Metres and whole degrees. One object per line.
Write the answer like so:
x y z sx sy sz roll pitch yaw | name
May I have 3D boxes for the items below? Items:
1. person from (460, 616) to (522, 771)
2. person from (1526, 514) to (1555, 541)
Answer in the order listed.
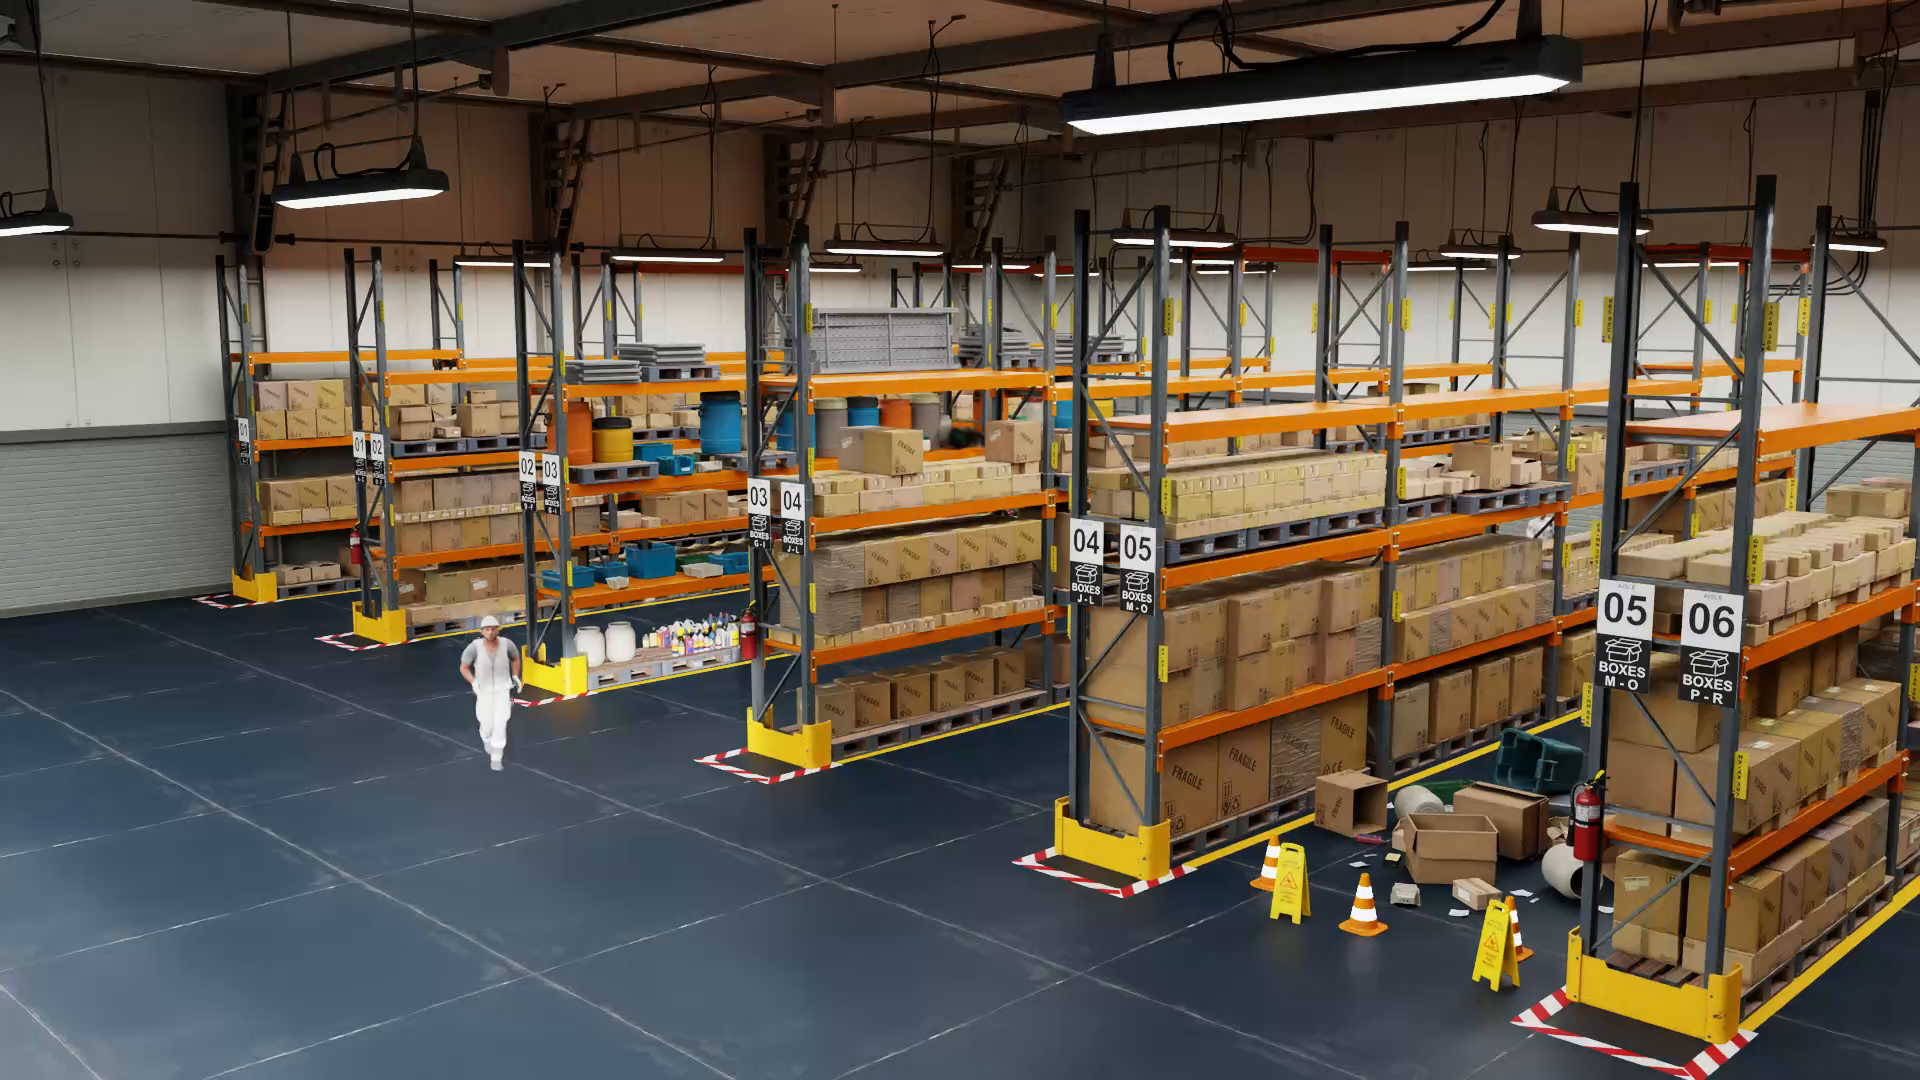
-5.268 1.676 18.690 0.660 1.736 0.780 -3 9 -19 | person
10.395 0.171 29.590 0.609 1.718 0.627 4 9 26 | person
